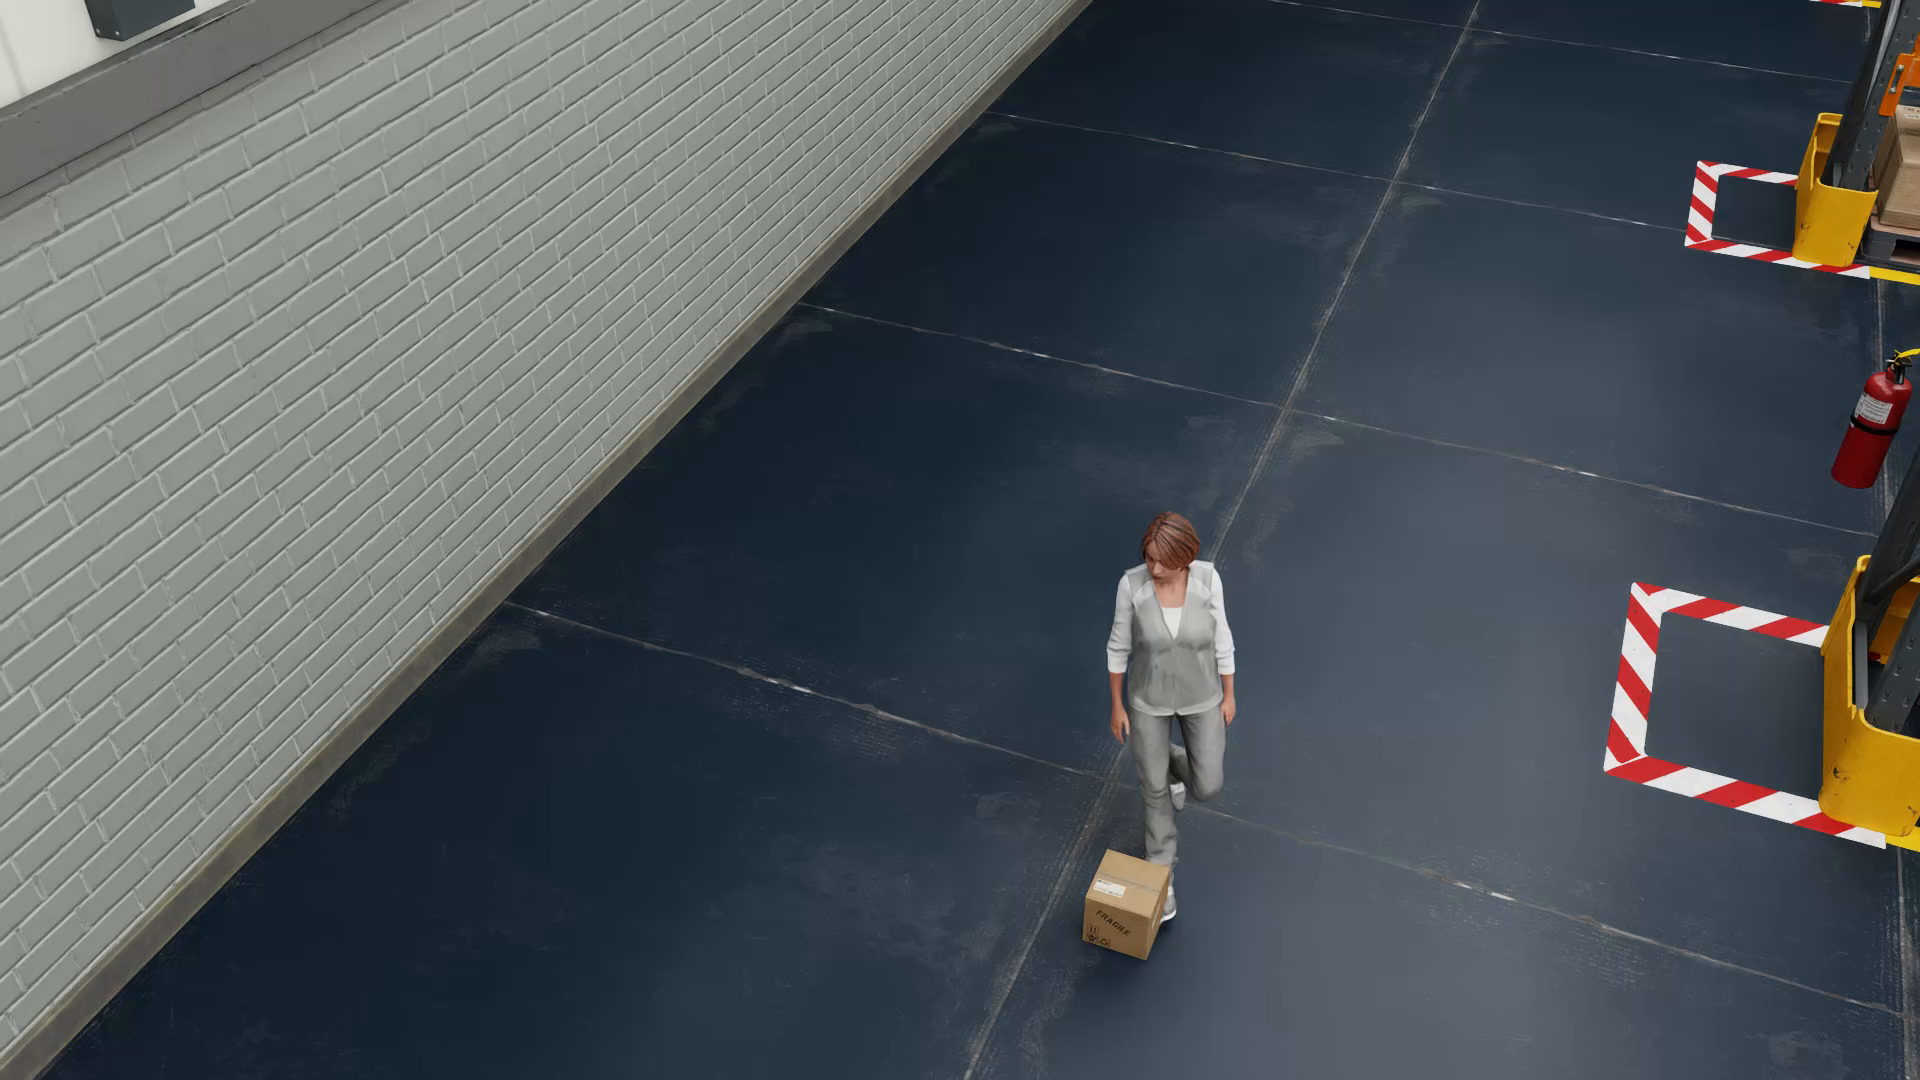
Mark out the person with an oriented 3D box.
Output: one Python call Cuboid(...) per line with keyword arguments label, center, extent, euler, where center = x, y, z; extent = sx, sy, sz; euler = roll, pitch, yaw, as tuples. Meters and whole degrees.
Cuboid(label="person", center=(0.765, 0.625, 6.016), extent=(0.485, 1.578, 0.642), euler=(2, 38, 2))
